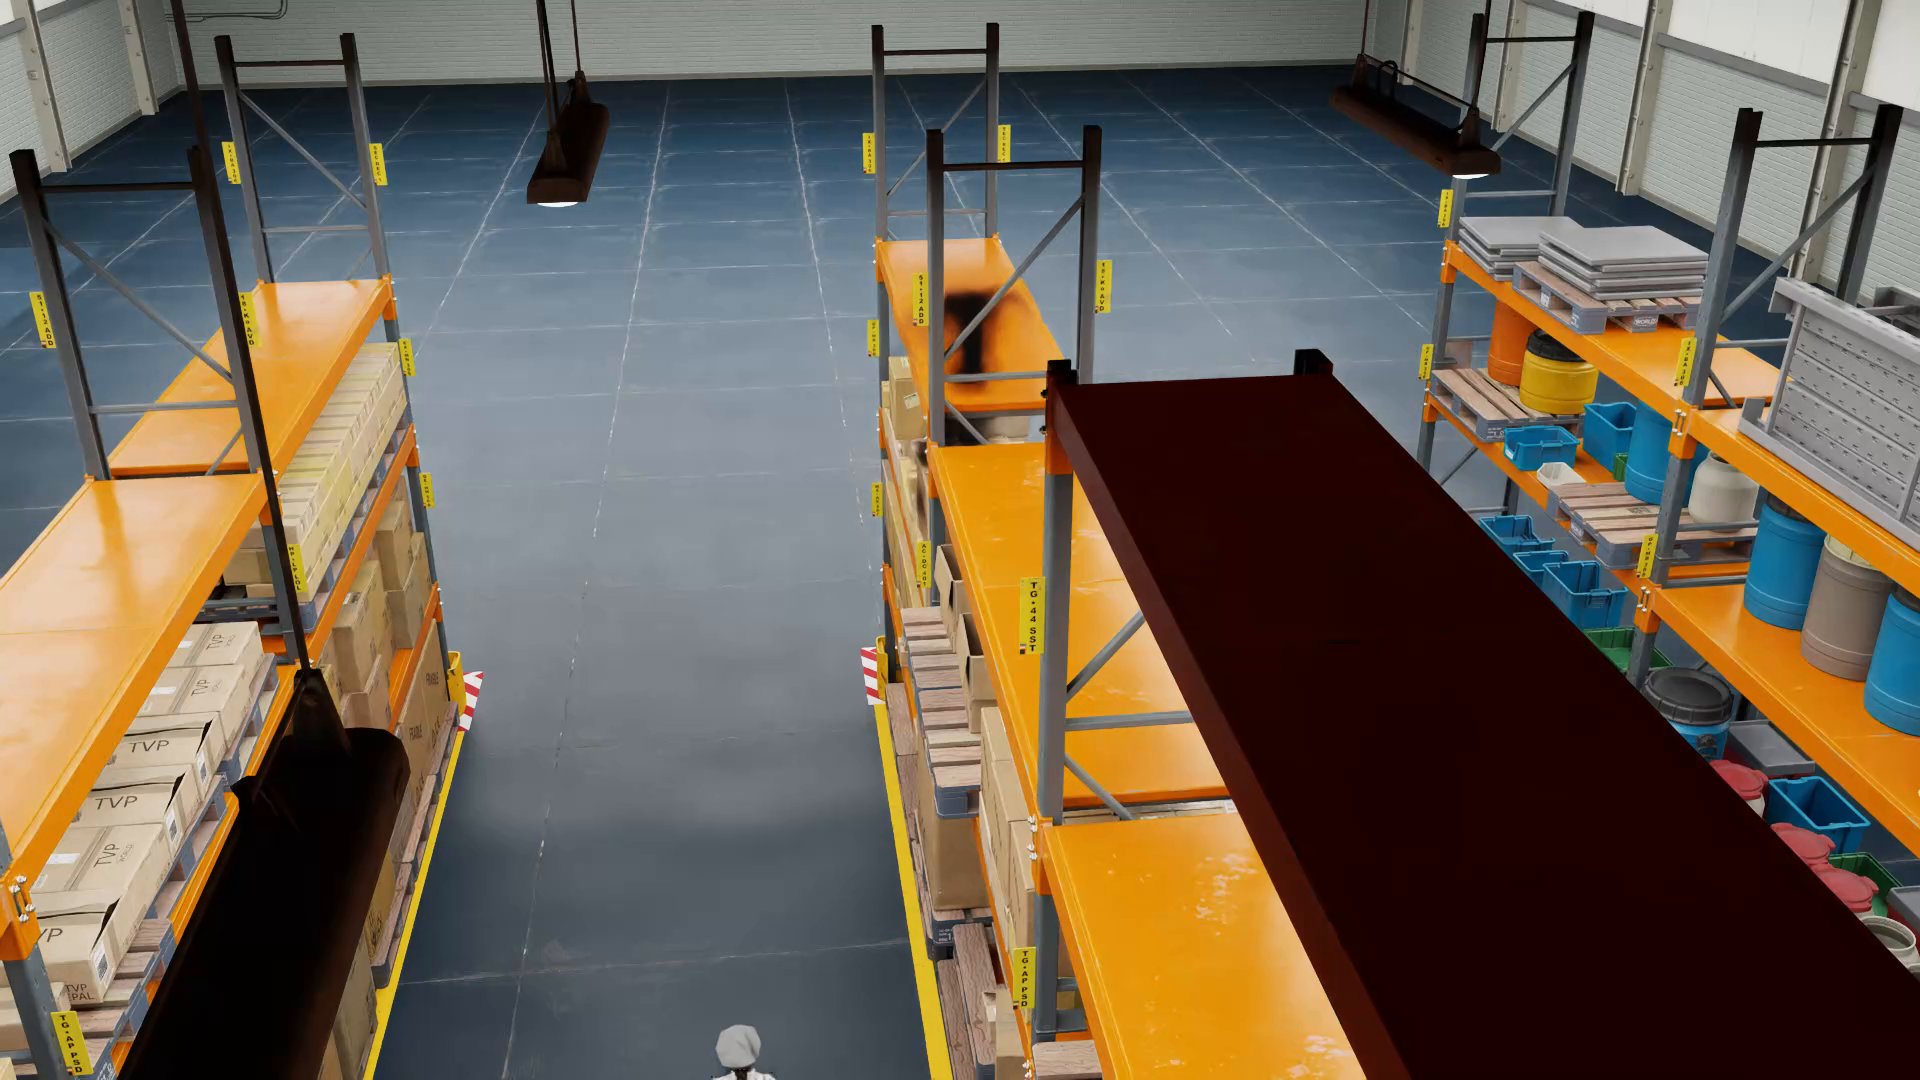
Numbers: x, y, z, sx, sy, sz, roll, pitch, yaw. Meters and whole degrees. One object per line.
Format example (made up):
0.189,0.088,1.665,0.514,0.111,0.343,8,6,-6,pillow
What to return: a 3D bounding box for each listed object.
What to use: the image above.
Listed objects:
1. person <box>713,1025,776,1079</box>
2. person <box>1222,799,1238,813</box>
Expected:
-1.192,3.478,9.359,0.636,1.611,0.746,-5,26,-10,person
1.880,2.311,11.772,0.667,1.622,0.942,-12,28,-24,person
